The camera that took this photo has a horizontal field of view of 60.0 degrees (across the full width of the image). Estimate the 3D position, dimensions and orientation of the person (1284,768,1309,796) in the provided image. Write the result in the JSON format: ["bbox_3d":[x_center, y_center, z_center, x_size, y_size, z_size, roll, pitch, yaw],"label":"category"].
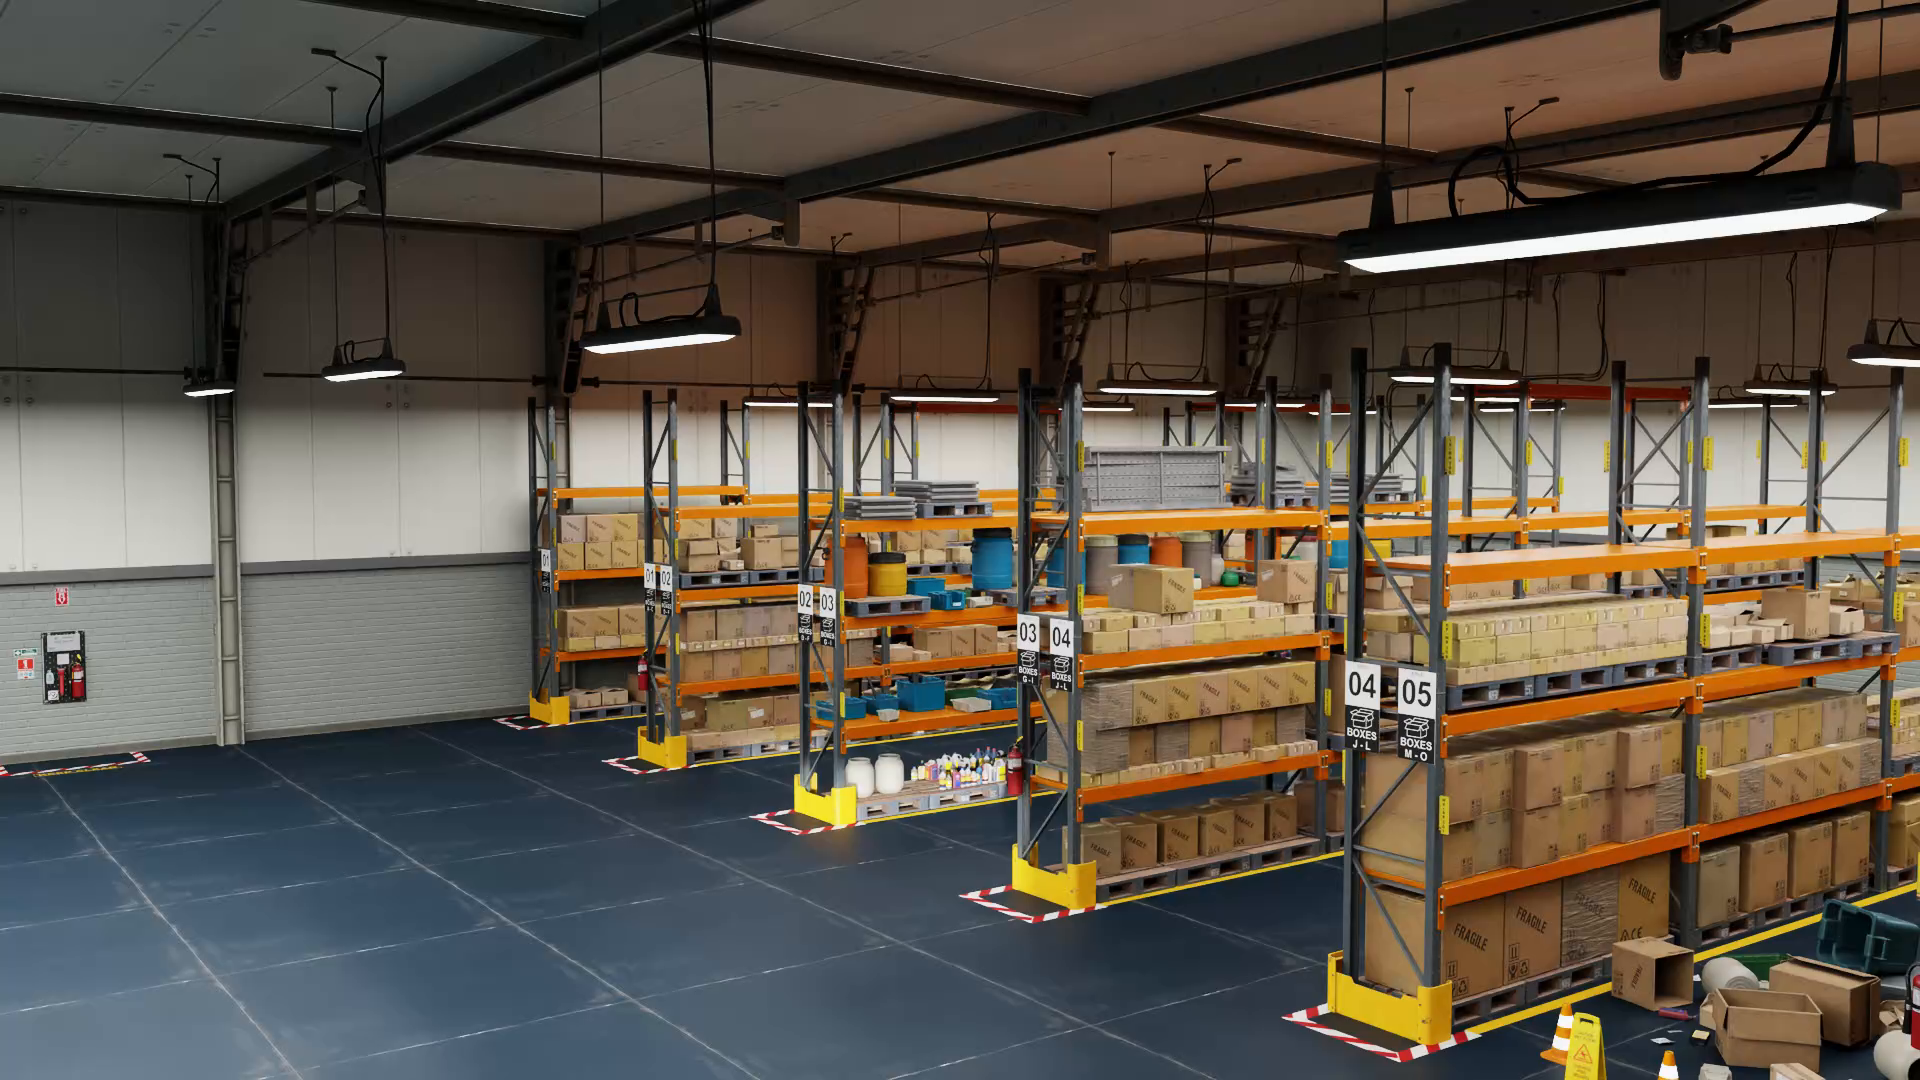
[{"bbox_3d":[4.897,2.905,24.300,0.354,1.705,0.493,2,4,31],"label":"person"}]
